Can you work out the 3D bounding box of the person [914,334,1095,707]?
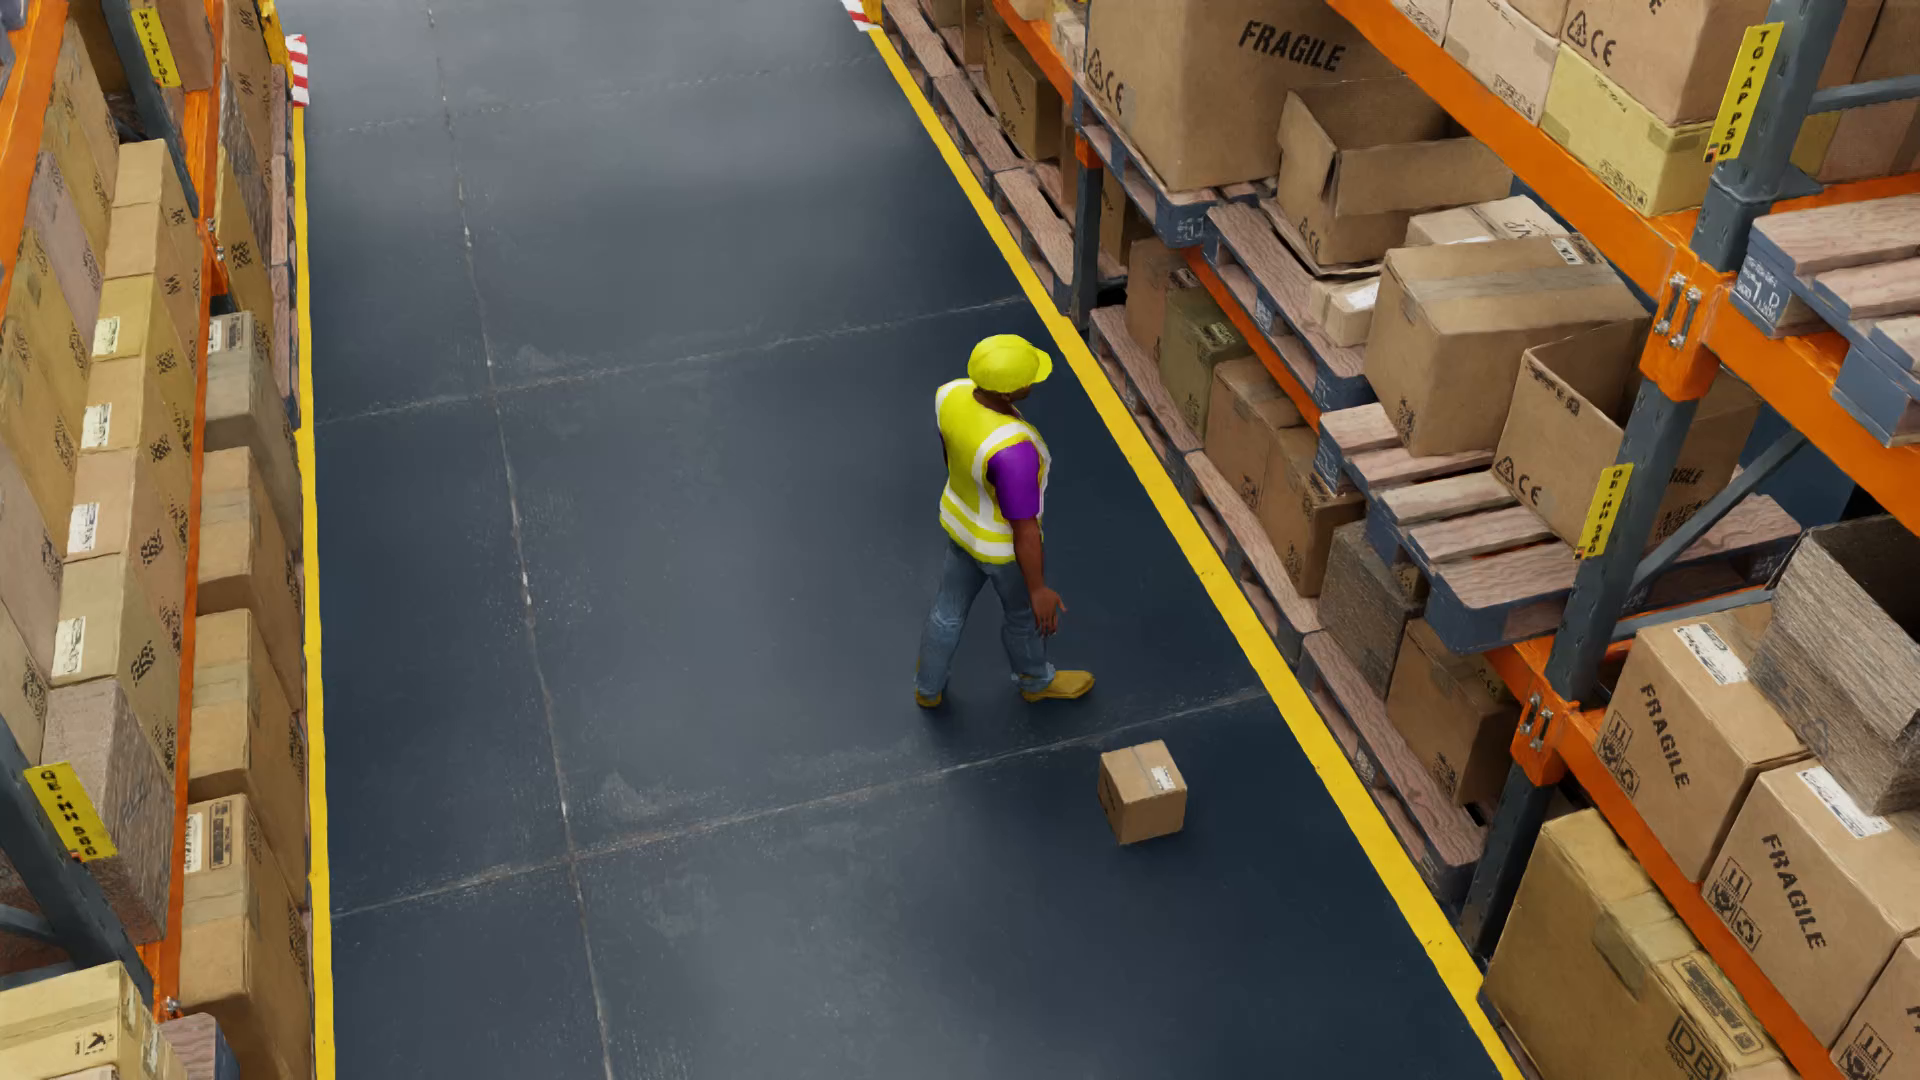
[{"bbox_3d":[0.189,-0.015,6.155,0.665,1.763,0.789,-24,47,-24],"label":"person"}]
